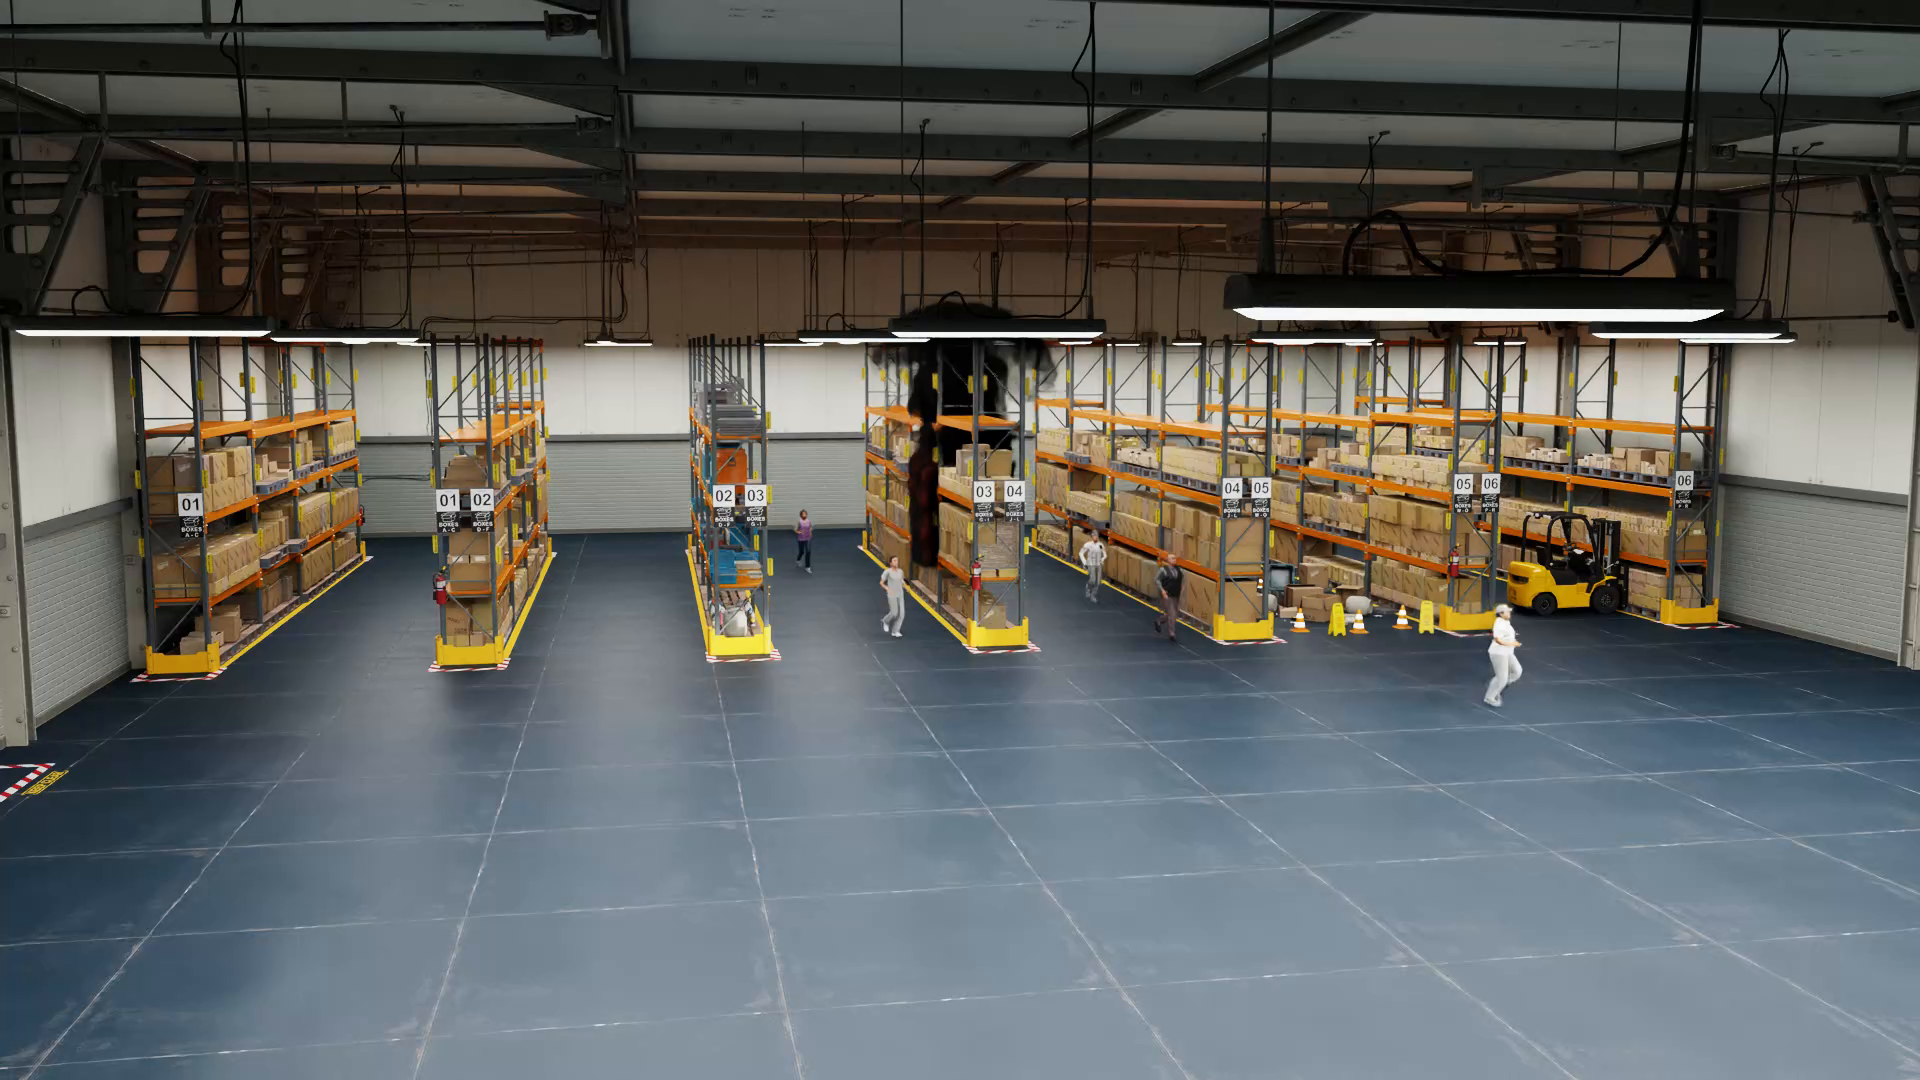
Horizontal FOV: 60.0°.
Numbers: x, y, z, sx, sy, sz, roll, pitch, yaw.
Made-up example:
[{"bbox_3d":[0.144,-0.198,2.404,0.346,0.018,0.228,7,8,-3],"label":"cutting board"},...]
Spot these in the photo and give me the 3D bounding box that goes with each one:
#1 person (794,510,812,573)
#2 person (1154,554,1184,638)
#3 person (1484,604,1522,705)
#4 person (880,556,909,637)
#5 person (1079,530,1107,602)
[{"bbox_3d":[-4.032,0.013,42.913,0.541,1.593,0.870,-3,7,-24],"label":"person"},{"bbox_3d":[4.091,1.078,32.818,0.663,1.652,0.674,-4,8,-32],"label":"person"},{"bbox_3d":[8.748,1.842,26.751,0.570,1.638,0.661,4,8,30],"label":"person"},{"bbox_3d":[-1.302,1.115,33.216,0.561,1.619,0.588,-4,8,-32],"label":"person"},{"bbox_3d":[3.058,0.593,37.657,0.615,1.658,0.521,-2,7,-15],"label":"person"}]
